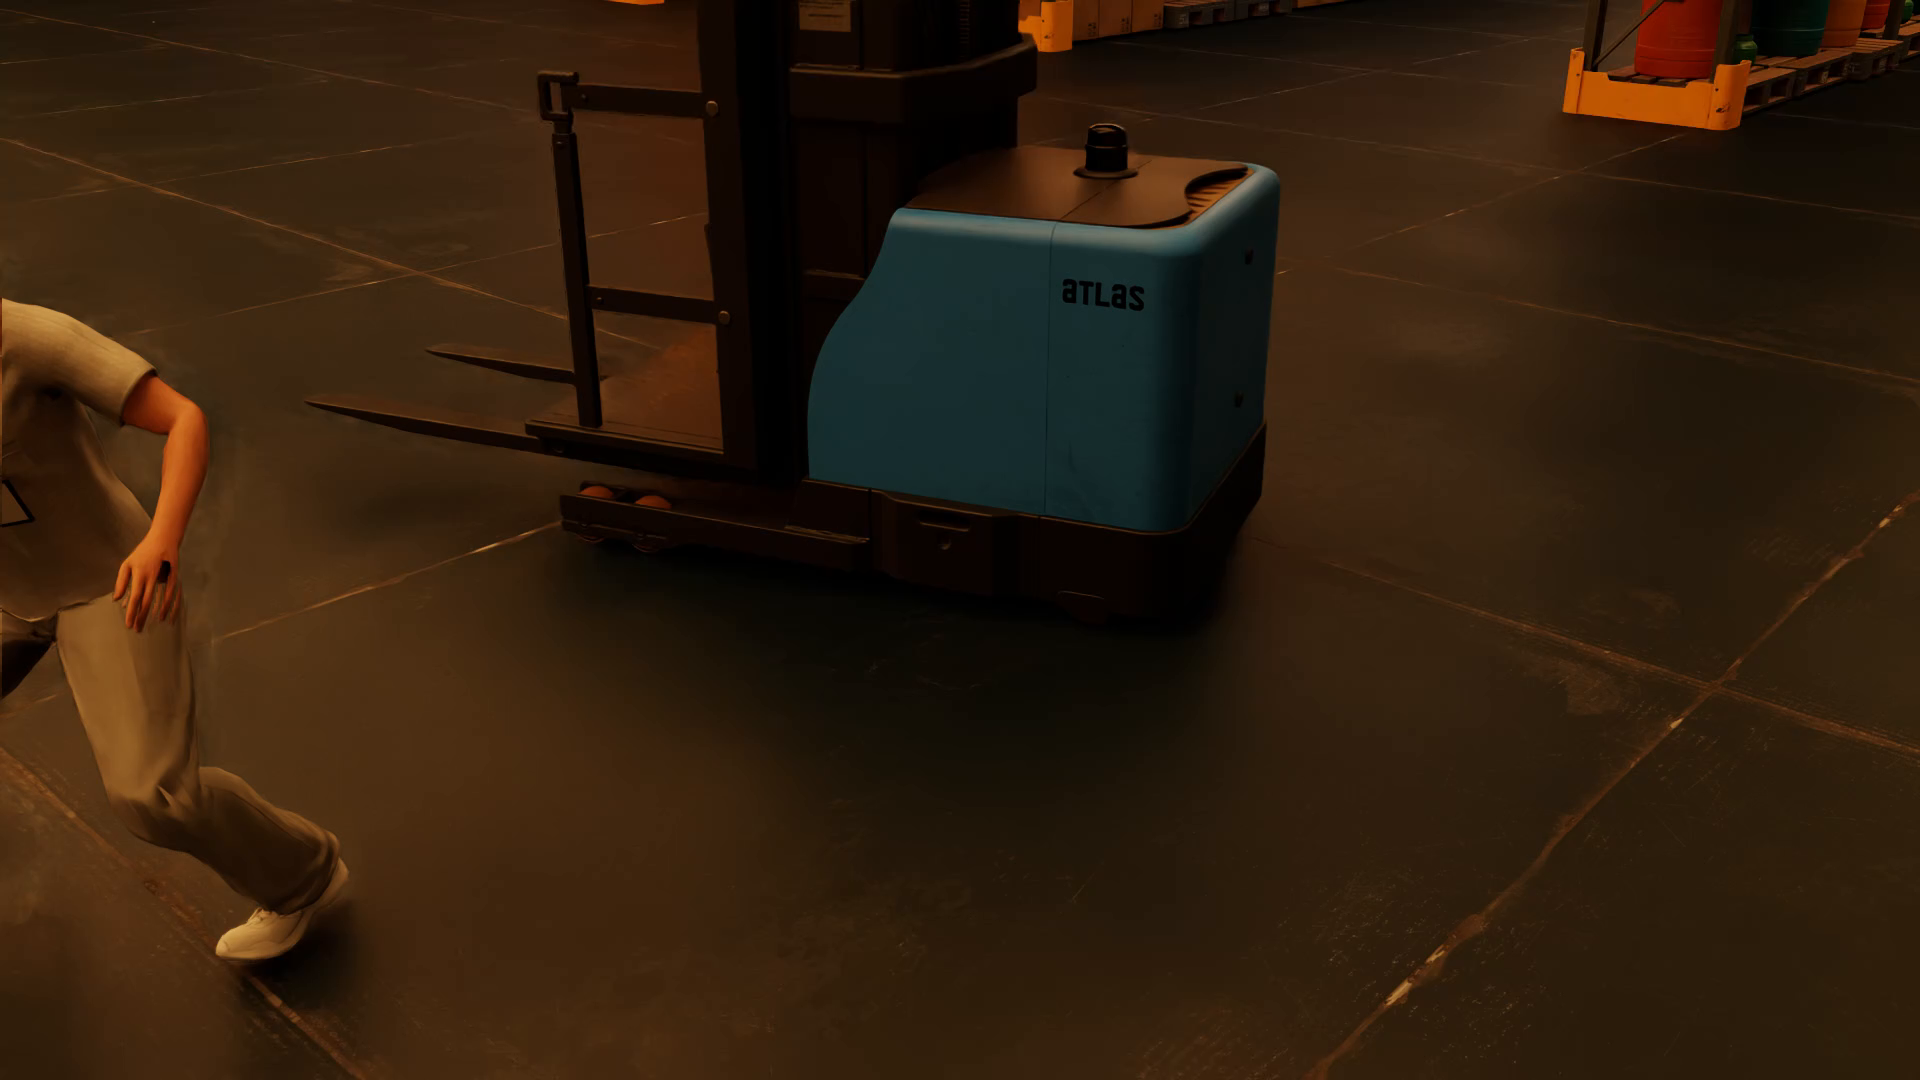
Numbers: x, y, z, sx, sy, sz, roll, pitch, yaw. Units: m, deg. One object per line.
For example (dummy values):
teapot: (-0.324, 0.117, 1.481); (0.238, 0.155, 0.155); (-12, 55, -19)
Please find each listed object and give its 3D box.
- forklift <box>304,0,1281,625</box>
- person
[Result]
forklift: (-0.637, -1.487, 4.719); (3.031, 2.935, 1.130); (10, 25, 21)
person: (-1.658, 0.145, 2.887); (0.942, 1.611, 0.532); (3, 24, 7)
